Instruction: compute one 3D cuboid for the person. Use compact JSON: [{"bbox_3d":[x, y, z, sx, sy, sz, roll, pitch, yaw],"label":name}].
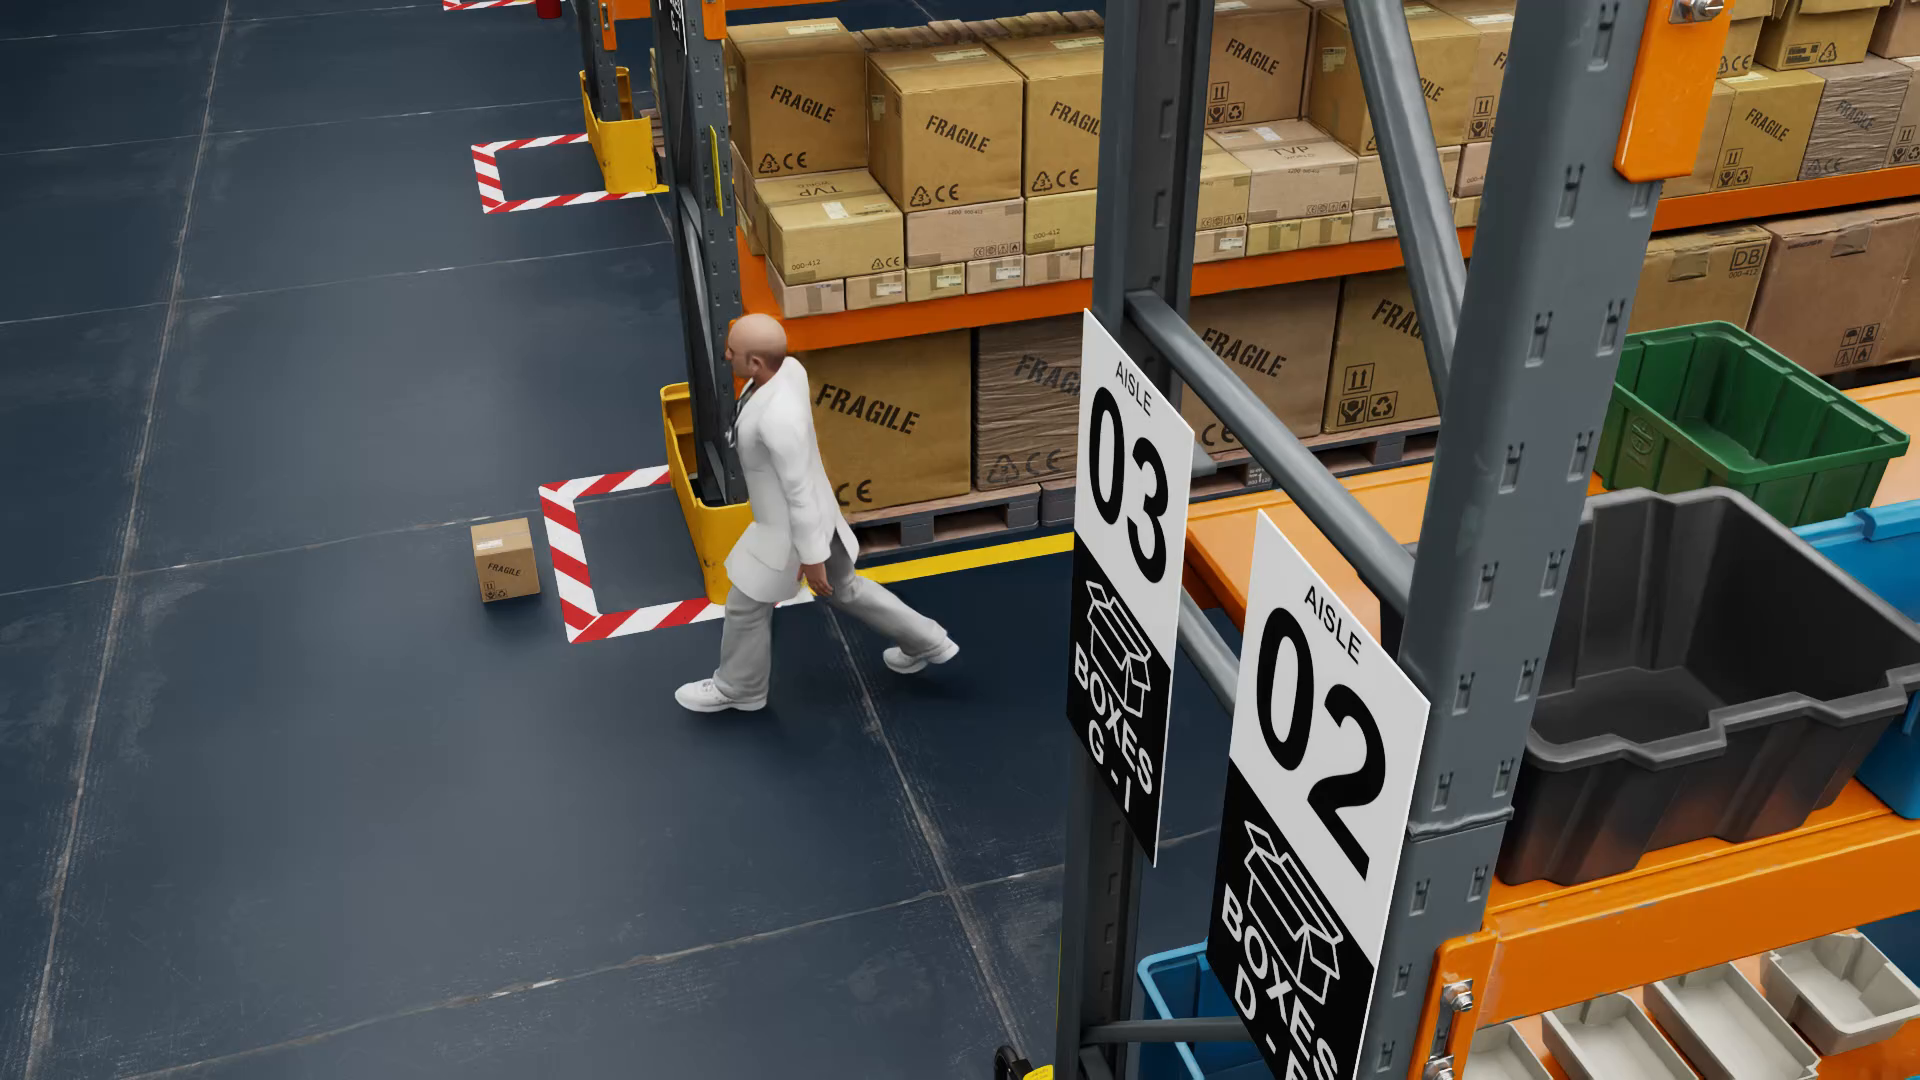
[{"bbox_3d":[-0.569,-0.082,6.307,1.131,1.734,0.630,1,33,1],"label":"person"}]
